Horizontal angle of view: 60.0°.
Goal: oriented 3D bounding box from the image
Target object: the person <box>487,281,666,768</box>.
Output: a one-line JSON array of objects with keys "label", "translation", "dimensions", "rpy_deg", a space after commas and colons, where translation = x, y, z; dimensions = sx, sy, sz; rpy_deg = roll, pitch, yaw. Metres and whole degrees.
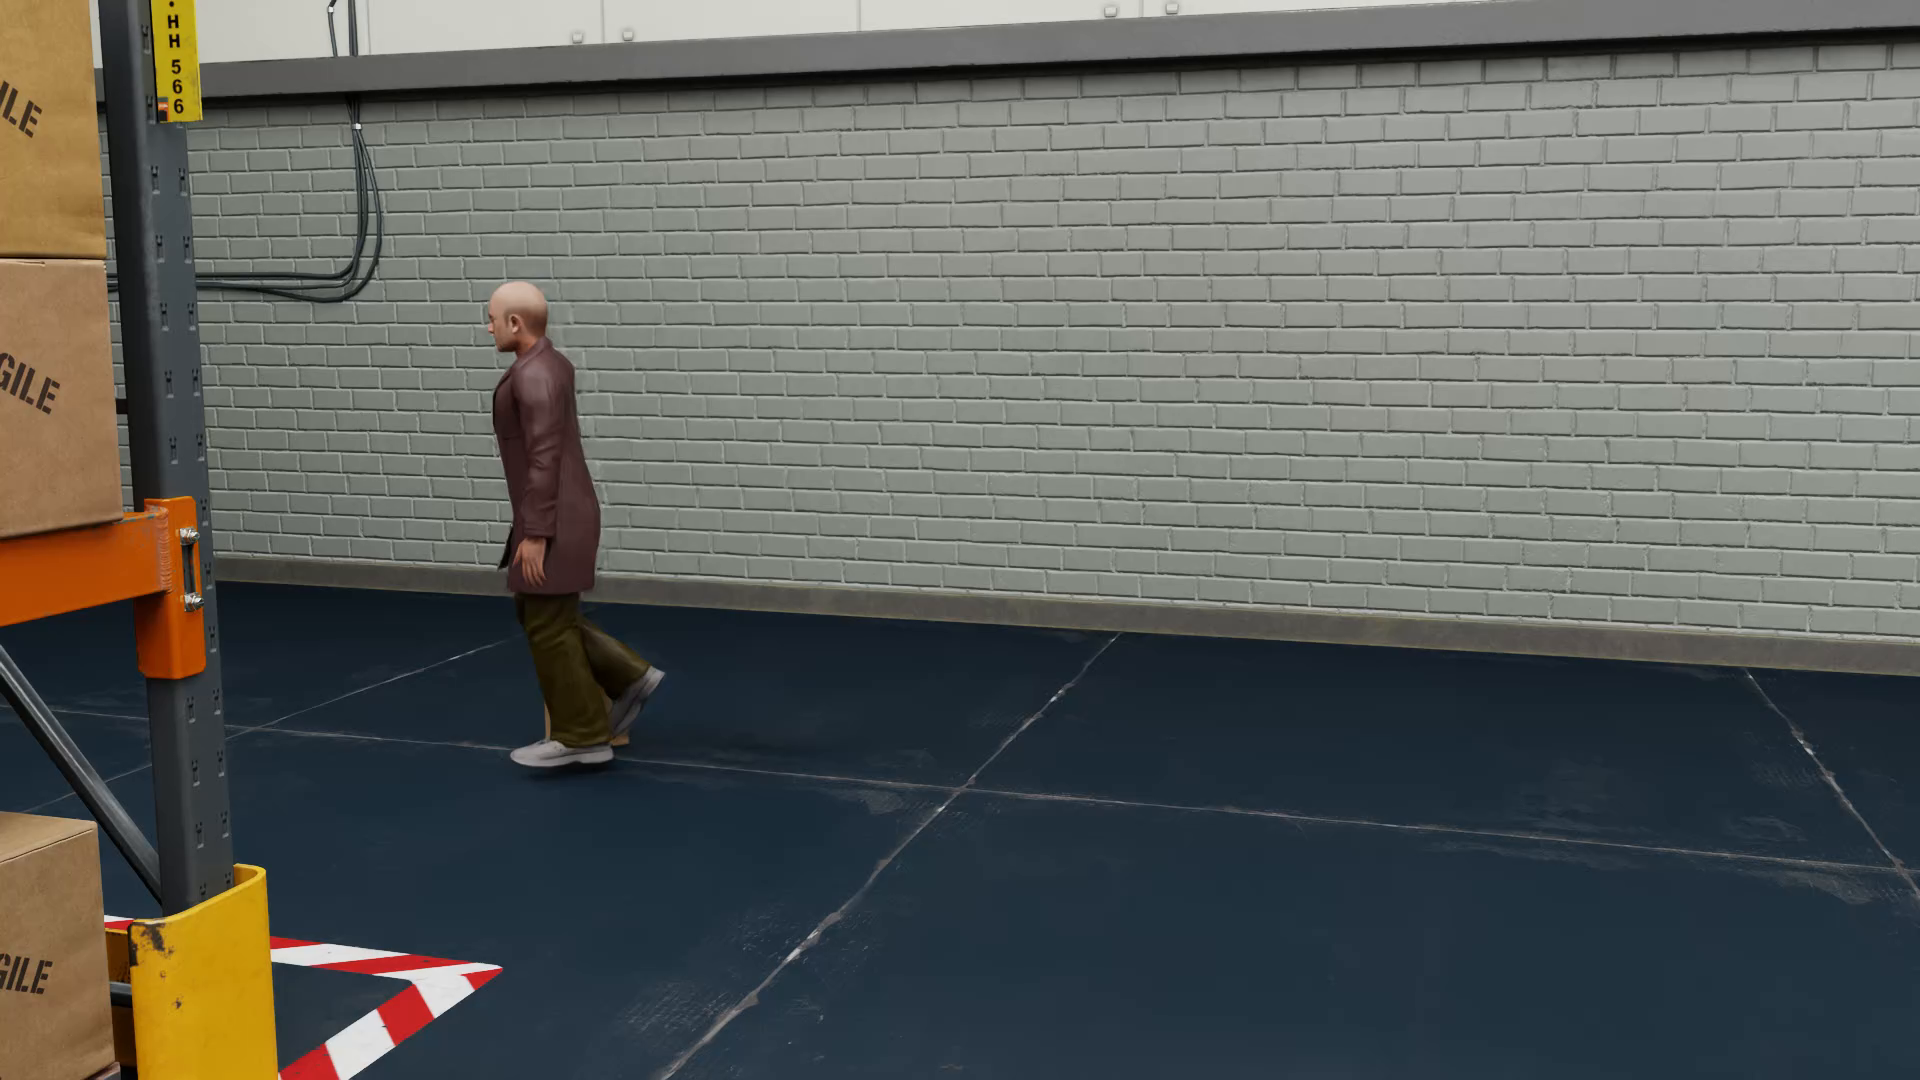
[{"label": "person", "translation": [-1.403, -0.057, 6.104], "dimensions": [0.609, 1.762, 0.633], "rpy_deg": [-1, 8, -10]}]
